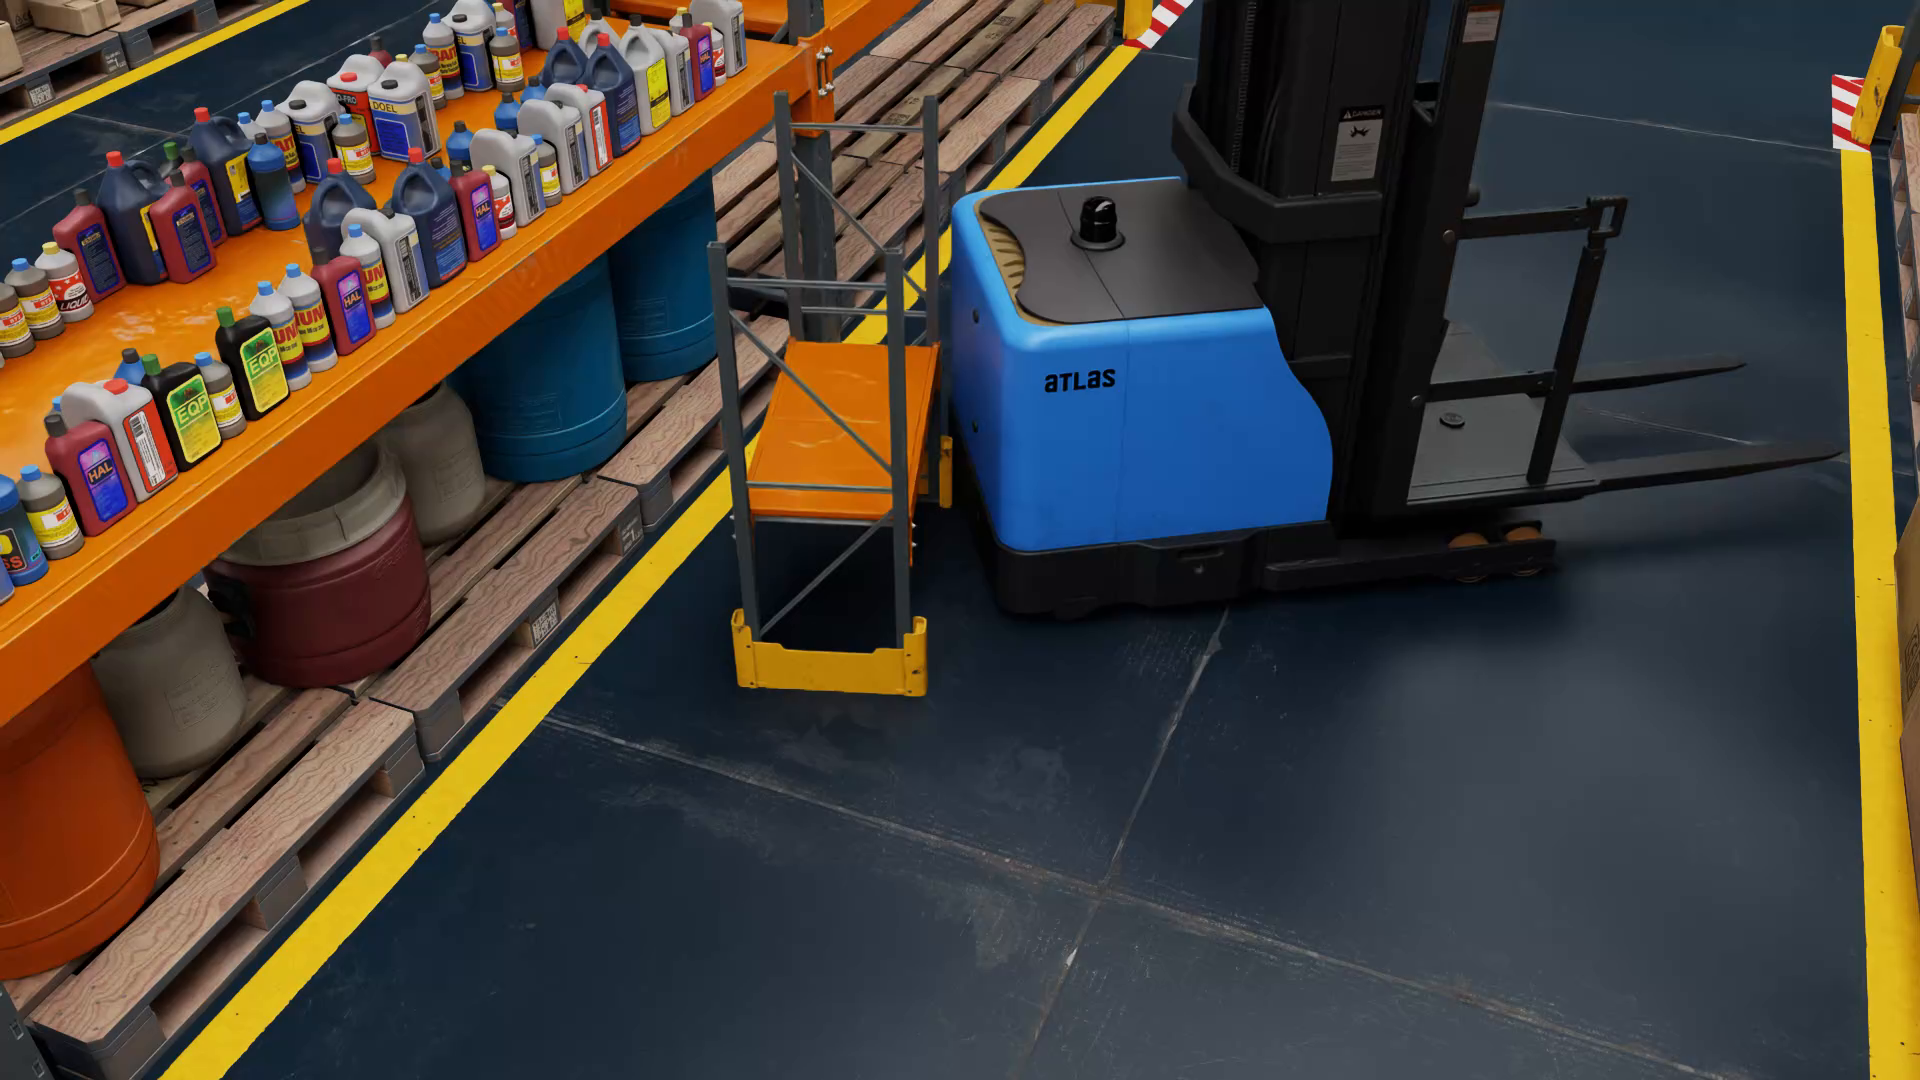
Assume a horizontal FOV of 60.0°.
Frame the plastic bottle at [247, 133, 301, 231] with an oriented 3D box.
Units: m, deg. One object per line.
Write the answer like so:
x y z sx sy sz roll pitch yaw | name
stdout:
-1.952 -1.022 4.719 0.097 0.271 0.097 0 37 0 | plastic bottle

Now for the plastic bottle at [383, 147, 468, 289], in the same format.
-1.439 -0.869 4.449 0.144 0.351 0.185 14 39 18 | plastic bottle

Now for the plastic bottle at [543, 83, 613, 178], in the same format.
-1.155 -1.259 5.033 0.152 0.276 0.135 14 39 18 | plastic bottle

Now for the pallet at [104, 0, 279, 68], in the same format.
-4.828 -3.153 9.793 1.003 0.211 1.213 14 39 18 | pallet

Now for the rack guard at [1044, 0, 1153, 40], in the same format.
0.546 -3.312 9.763 1.175 0.500 0.348 14 39 18 | rack guard

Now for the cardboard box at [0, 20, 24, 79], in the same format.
-5.193 -2.495 8.461 0.500 0.311 0.500 14 39 18 | cardboard box

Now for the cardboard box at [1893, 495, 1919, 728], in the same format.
3.382 0.088 4.551 1.225 0.875 0.875 14 39 18 | cardboard box

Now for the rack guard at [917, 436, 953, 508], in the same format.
-0.318 -0.250 5.876 0.587 0.250 0.087 3 37 4 | rack guard

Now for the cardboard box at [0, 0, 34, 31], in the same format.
-5.313 -3.107 9.280 0.500 0.311 0.500 14 39 18 | cardboard box

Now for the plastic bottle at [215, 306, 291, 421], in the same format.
-1.675 -0.434 3.923 0.061 0.283 0.133 14 39 18 | plastic bottle

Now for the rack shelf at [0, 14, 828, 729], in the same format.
-1.734 -0.687 4.764 1.077 0.370 4.000 14 39 18 | rack shelf

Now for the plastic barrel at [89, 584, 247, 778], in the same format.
-2.193 0.353 4.500 0.421 0.512 0.421 0 37 0 | plastic barrel

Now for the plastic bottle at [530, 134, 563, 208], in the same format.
-1.225 -1.084 4.861 0.097 0.201 0.097 0 37 0 | plastic bottle

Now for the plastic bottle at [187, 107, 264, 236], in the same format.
-2.081 -1.057 4.699 0.144 0.351 0.185 14 39 18 | plastic bottle

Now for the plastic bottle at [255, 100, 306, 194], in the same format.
-2.012 -1.162 4.907 0.097 0.271 0.097 0 37 0 | plastic bottle

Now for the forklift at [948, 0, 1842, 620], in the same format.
1.524 -1.338 5.091 3.031 2.935 1.130 -6 37 -8 | forklift

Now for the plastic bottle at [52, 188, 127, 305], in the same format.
-2.301 -0.775 4.379 0.061 0.283 0.133 14 39 18 | plastic bottle

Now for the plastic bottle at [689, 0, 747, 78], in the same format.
-0.824 -1.741 5.677 0.152 0.276 0.135 14 39 18 | plastic bottle

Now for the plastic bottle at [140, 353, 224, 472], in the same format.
-1.762 -0.307 3.752 0.061 0.283 0.133 14 39 18 | plastic bottle

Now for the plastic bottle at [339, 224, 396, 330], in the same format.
-1.523 -0.679 4.261 0.097 0.271 0.097 0 37 0 | plastic bottle

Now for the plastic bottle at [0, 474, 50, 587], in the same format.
-1.962 -0.040 3.405 0.097 0.271 0.097 0 37 0 | plastic bottle

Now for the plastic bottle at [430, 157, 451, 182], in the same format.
-1.420 -0.924 4.588 0.097 0.271 0.097 0 37 0 | plastic bottle

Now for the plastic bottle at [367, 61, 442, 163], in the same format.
-1.713 -1.316 5.108 0.152 0.276 0.135 14 39 18 | plastic bottle

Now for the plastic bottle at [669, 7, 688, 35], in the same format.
-0.947 -1.729 5.724 0.097 0.201 0.097 0 37 0 | plastic bottle

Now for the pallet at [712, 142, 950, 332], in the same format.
-0.729 -1.381 7.422 1.003 0.211 1.213 14 39 18 | pallet

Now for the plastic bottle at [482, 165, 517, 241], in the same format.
-1.313 -0.956 4.689 0.097 0.201 0.097 0 37 0 | plastic bottle

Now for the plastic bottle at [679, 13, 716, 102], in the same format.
-0.870 -1.605 5.489 0.061 0.283 0.133 14 39 18 | plastic bottle

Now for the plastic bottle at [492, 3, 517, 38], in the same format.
-1.585 -1.755 5.758 0.097 0.201 0.097 0 37 0 | plastic bottle

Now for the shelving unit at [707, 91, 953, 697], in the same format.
-0.356 -0.454 5.104 0.587 1.500 1.083 3 37 4 | shelving unit

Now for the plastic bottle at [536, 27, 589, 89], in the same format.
-1.224 -1.410 5.171 0.144 0.351 0.185 14 39 18 | plastic bottle

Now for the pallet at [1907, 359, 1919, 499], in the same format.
3.969 -0.240 5.895 1.003 0.211 1.213 14 39 18 | pallet

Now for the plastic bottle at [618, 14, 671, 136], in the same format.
-1.020 -1.479 5.264 0.144 0.351 0.185 14 39 18 | plastic bottle

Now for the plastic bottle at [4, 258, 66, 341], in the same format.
-2.365 -0.620 4.240 0.097 0.201 0.097 0 37 0 | plastic bottle

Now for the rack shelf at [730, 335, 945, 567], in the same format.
-0.357 -0.304 5.205 0.538 0.185 1.000 3 37 4 | rack shelf

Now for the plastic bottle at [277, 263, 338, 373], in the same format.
-1.611 -0.552 4.090 0.097 0.271 0.097 0 37 0 | plastic bottle

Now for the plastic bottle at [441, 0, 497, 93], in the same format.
-1.641 -1.660 5.570 0.152 0.276 0.135 14 39 18 | plastic bottle

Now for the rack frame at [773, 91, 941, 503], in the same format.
-0.318 -0.752 5.503 0.500 1.500 0.032 3 37 4 | rack frame

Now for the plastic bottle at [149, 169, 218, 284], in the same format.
-2.097 -0.844 4.472 0.061 0.283 0.133 14 39 18 | plastic bottle

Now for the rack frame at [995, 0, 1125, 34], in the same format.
0.549 -4.297 8.993 1.000 3.000 0.127 14 39 18 | rack frame

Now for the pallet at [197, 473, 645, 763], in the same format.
-1.768 0.130 5.399 1.003 0.211 1.213 14 39 18 | pallet

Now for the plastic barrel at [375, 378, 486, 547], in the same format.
-1.763 -0.272 5.336 0.421 0.512 0.421 0 37 0 | plastic barrel

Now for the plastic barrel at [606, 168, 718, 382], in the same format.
-1.196 -1.113 6.135 0.600 0.901 0.708 14 39 18 | plastic barrel

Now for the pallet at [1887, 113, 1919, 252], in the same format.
4.897 -1.591 7.702 1.003 0.211 1.213 14 39 18 | pallet

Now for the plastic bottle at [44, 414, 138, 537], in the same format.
-1.864 -0.158 3.554 0.061 0.283 0.133 14 39 18 | plastic bottle

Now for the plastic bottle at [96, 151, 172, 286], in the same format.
-2.202 -0.880 4.464 0.144 0.351 0.185 14 39 18 | plastic bottle

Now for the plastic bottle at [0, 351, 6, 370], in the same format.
-2.439 -0.540 4.075 0.097 0.271 0.097 0 37 0 | plastic bottle

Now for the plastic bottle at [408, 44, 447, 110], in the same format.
-1.747 -1.519 5.442 0.097 0.201 0.097 0 37 0 | plastic bottle

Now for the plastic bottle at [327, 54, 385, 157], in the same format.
-1.854 -1.350 5.155 0.152 0.276 0.135 14 39 18 | plastic bottle

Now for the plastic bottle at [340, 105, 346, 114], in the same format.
-1.923 -1.263 5.100 0.097 0.201 0.097 0 37 0 | plastic bottle

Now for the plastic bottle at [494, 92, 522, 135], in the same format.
-1.329 -1.201 4.959 0.097 0.271 0.097 0 37 0 | plastic bottle

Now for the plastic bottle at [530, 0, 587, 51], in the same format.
-1.422 -1.919 5.853 0.144 0.351 0.185 14 39 18 | plastic bottle

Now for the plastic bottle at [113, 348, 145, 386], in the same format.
-1.842 -0.310 3.767 0.097 0.271 0.097 0 37 0 | plastic bottle

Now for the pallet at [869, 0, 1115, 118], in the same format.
0.199 -2.732 9.229 1.003 0.211 1.213 14 39 18 | pallet
